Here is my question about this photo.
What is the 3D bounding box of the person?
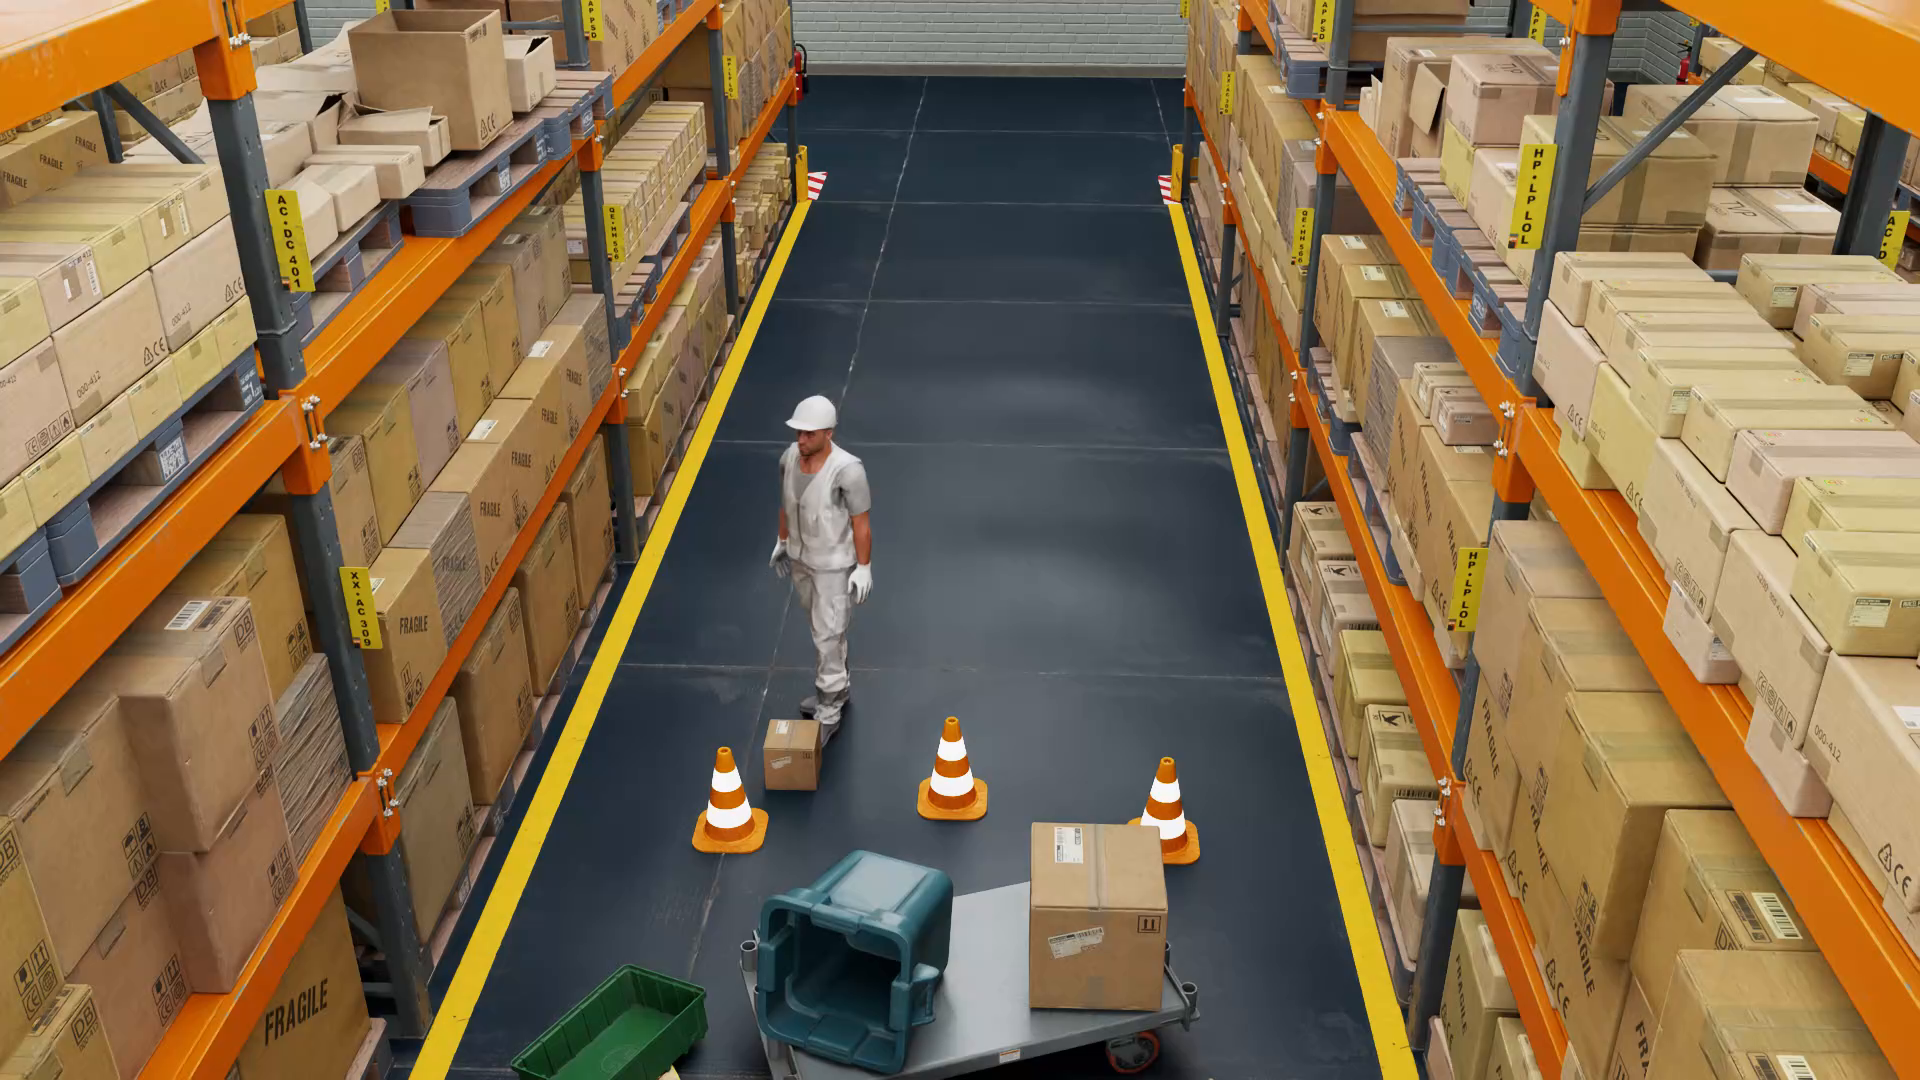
[{"bbox_3d":[-0.771,0.139,8.309,0.588,1.796,0.550,24,36,37],"label":"person"}]
